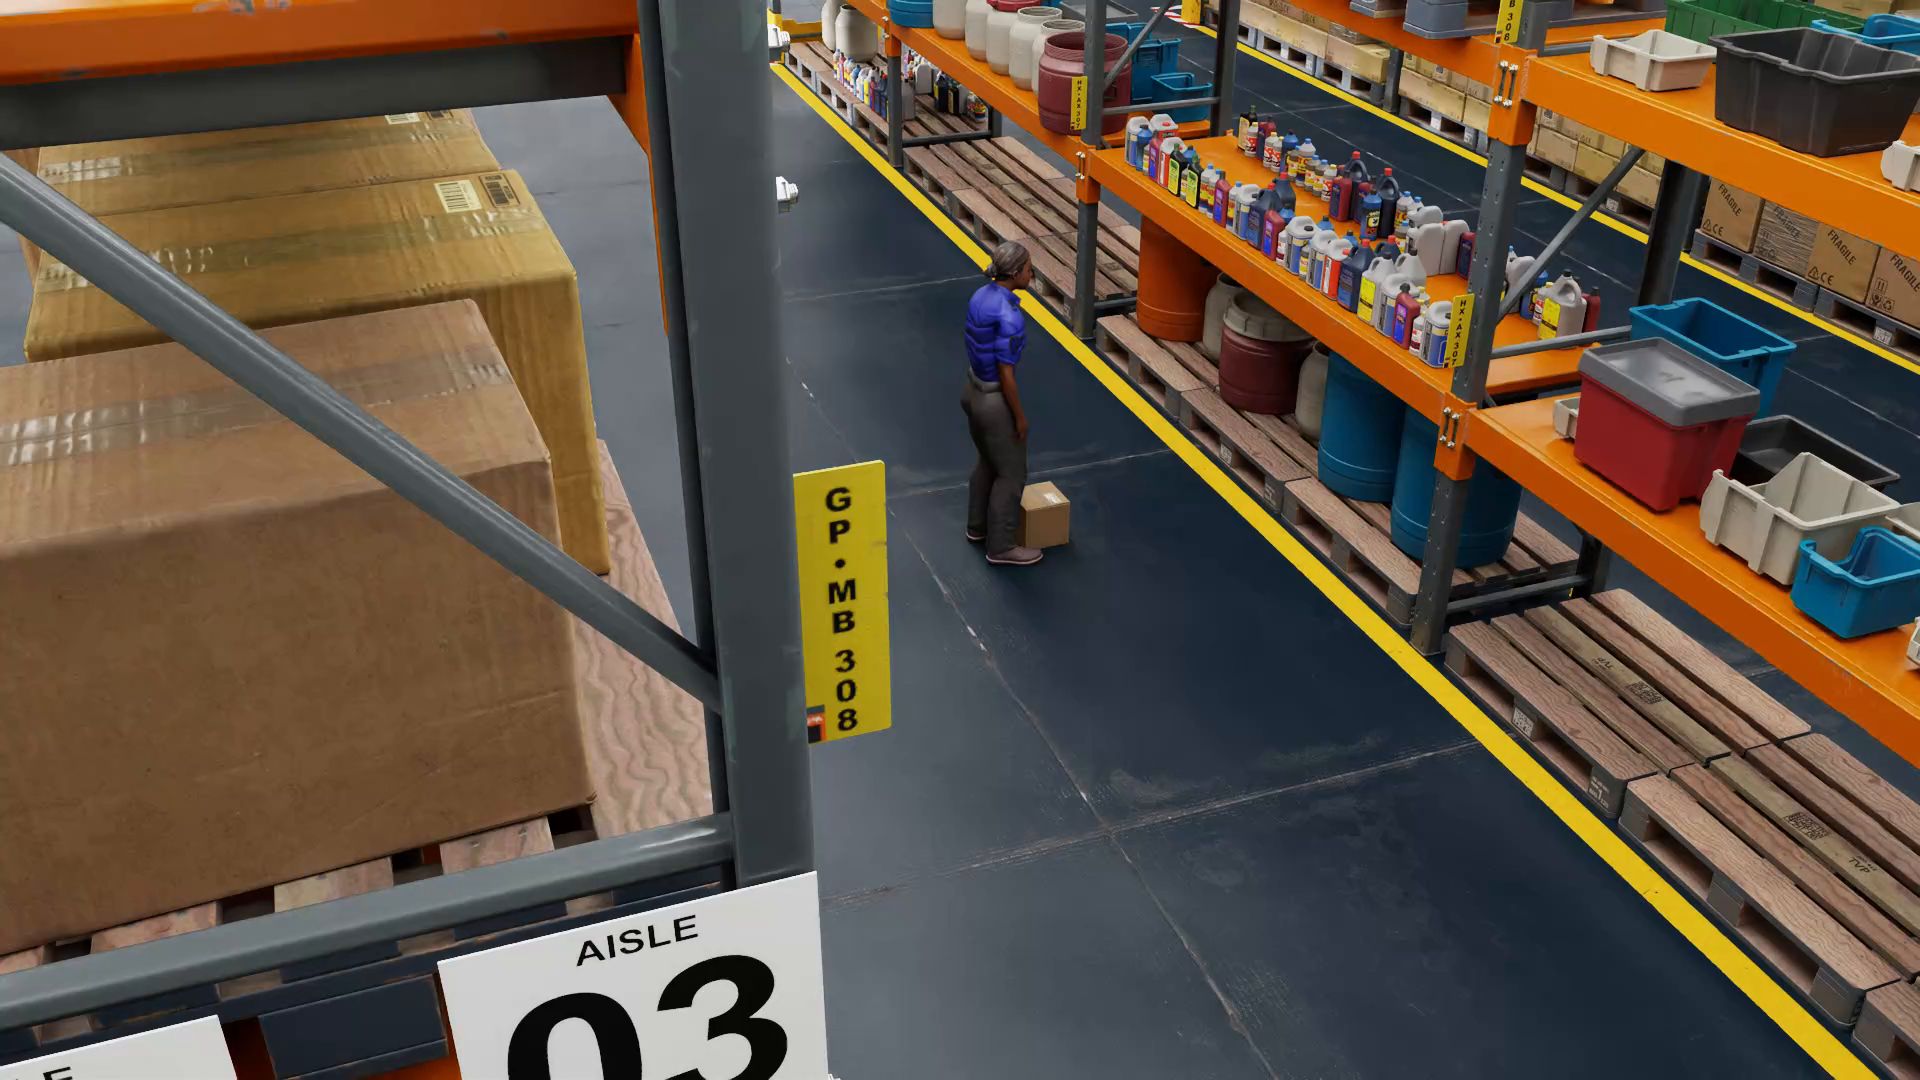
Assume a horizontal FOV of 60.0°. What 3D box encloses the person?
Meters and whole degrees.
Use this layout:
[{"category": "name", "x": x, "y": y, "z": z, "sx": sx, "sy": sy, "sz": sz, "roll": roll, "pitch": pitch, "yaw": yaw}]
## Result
[{"category": "person", "x": 0.197, "y": -0.681, "z": 8.326, "sx": 0.346, "sy": 1.641, "sz": 0.506, "roll": -10, "pitch": 32, "yaw": -17}]
